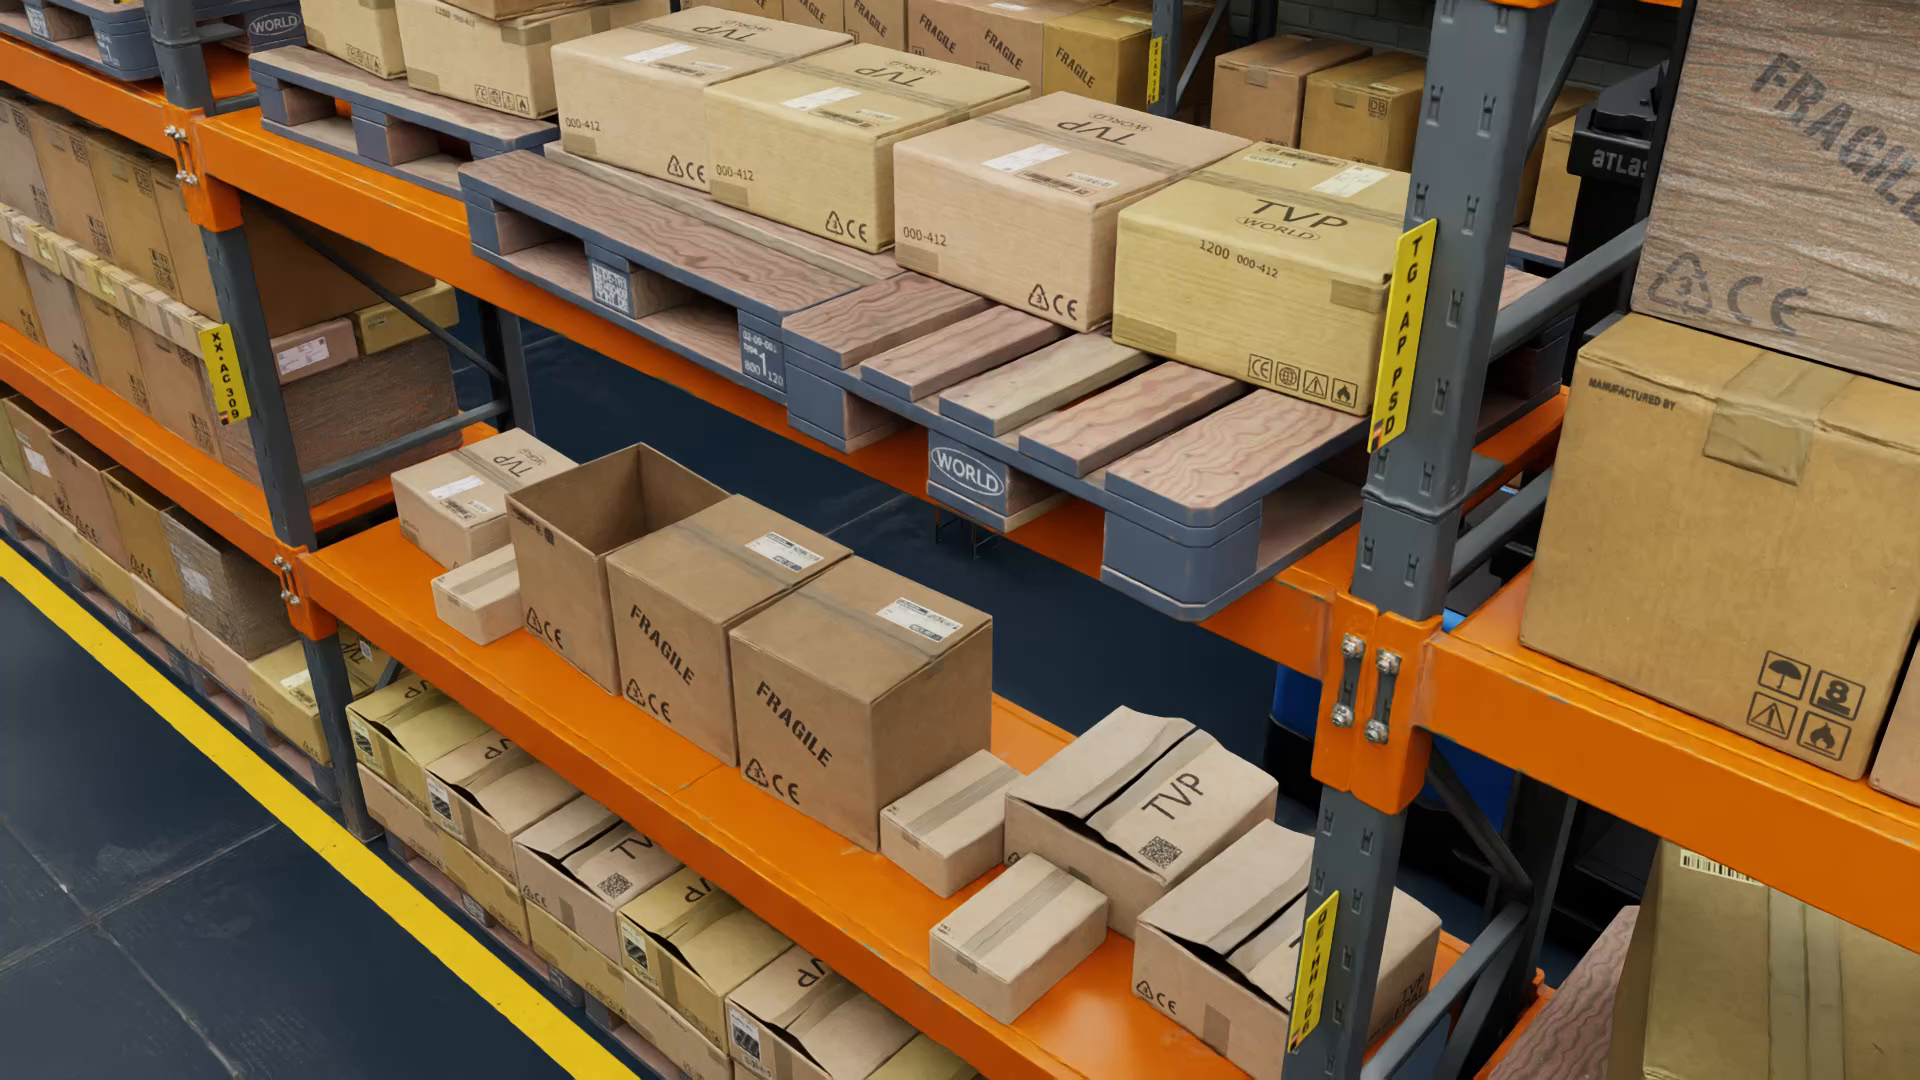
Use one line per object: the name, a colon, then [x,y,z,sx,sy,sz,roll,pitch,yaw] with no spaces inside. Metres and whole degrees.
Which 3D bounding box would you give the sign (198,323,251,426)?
sign: [-2.342,-0.526,5.300,0.005,0.325,0.100,25,39,35]

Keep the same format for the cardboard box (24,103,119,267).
cardboard box: [-3.050,-1.432,6.366,0.500,0.500,0.700,25,39,35]

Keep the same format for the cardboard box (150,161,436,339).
cardboard box: [-2.304,-1.084,5.788,0.500,0.500,0.700,25,39,35]

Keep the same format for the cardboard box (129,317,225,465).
cardboard box: [-2.699,-0.708,6.422,0.500,0.500,0.700,25,39,35]

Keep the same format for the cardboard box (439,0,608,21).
cardboard box: [-1.102,-1.640,4.168,0.500,0.500,0.500,-25,39,-35]

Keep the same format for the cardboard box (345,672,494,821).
cardboard box: [-1.831,0.662,5.958,0.500,0.311,0.500,25,39,35]

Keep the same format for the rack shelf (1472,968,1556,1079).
rack shelf: [2.478,2.050,2.633,4.000,0.370,1.077,25,39,35]

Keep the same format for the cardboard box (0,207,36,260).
cardboard box: [-3.651,-1.289,6.757,0.250,0.149,0.380,25,39,36]

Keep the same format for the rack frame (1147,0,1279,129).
rack frame: [1.351,-2.230,9.046,0.127,3.000,1.000,25,39,35]

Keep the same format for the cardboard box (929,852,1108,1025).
cardboard box: [0.143,0.952,4.004,0.250,0.149,0.380,25,39,35]

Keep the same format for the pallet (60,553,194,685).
pallet: [-3.441,0.147,7.801,1.213,0.211,1.003,25,39,35]

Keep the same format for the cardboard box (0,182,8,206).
cardboard box: [-3.792,-1.779,6.941,0.500,0.500,0.700,25,39,35]

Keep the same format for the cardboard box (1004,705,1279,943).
cardboard box: [0.462,0.705,4.258,0.500,0.311,0.500,25,39,35]

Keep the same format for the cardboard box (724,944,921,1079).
cardboard box: [-0.321,1.368,4.785,0.500,0.311,0.500,25,39,35]

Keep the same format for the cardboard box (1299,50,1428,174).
cardboard box: [2.115,-2.076,8.267,0.700,0.500,0.500,-25,39,-35]

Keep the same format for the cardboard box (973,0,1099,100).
cardboard box: [0.419,-2.711,9.245,0.500,0.500,0.500,25,39,35]

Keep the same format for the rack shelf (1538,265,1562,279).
rack shelf: [2.834,-1.230,8.082,4.000,0.370,1.077,25,39,35]

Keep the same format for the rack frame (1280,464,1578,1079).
rack frame: [0.995,1.050,3.598,0.127,3.000,1.000,25,39,35]

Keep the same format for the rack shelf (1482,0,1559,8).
rack shelf: [2.478,-0.349,1.189,4.000,0.370,1.077,25,39,35]

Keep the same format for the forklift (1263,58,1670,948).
forklift: [2.621,0.040,5.342,3.031,2.935,1.130,26,40,36]

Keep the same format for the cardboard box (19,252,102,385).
cardboard box: [-3.449,-1.060,7.006,0.500,0.500,0.700,26,40,36]

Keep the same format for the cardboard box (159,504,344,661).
cardboard box: [-2.824,0.088,6.727,0.500,0.500,0.500,25,39,35]

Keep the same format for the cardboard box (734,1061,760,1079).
cardboard box: [-0.314,1.607,4.931,0.500,0.250,0.500,26,40,36]

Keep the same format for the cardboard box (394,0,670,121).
cardboard box: [-1.111,-1.329,4.380,0.500,0.250,0.500,21,37,31]

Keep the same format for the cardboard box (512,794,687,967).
cardboard box: [-1.079,1.016,5.370,0.500,0.311,0.500,24,38,34]

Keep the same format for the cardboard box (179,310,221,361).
cardboard box: [-2.498,-0.754,5.868,0.250,0.149,0.380,24,39,34]

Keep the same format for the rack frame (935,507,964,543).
rack frame: [-0.051,-0.473,8.019,0.008,1.050,0.200,25,39,35]

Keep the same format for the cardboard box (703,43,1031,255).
cardboard box: [-0.196,-0.863,3.605,0.500,0.250,0.500,24,39,34]

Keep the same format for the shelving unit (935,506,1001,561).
shelving unit: [0.040,-0.431,7.948,0.252,1.050,0.215,25,39,35]

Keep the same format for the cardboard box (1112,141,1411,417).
cardboard box: [0.621,-0.486,2.979,0.500,0.250,0.500,22,37,32]

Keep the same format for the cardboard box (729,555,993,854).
cardboard box: [-0.260,0.433,4.526,0.500,0.500,0.500,23,38,33]

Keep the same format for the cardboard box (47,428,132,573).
cardboard box: [-3.578,-0.251,7.291,0.500,0.500,0.500,25,39,35]

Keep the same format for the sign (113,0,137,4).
sign: [-2.342,-1.662,4.616,0.005,0.325,0.100,25,39,35]

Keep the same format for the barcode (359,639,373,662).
barcode: [-2.061,0.384,5.770,0.075,0.075,0.001,25,39,35]

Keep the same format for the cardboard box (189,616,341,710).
cardboard box: [-2.825,0.410,6.920,0.500,0.250,0.500,25,39,35]

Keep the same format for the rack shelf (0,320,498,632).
rack shelf: [-3.454,-0.718,7.233,4.000,0.370,1.077,25,39,35]

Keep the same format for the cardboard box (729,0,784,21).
cardboard box: [-1.103,-3.425,10.430,0.500,0.500,0.500,25,39,35]

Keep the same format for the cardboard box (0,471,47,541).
cardboard box: [-4.315,-0.278,8.063,0.500,0.250,0.500,25,39,35]

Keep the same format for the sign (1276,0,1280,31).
sign: [1.720,-2.940,9.102,0.005,0.325,0.100,25,39,35]

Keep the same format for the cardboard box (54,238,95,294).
cardboard box: [-3.256,-1.107,6.455,0.250,0.149,0.380,26,40,36]

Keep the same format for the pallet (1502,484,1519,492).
pallet: [2.838,-0.344,8.617,1.213,0.211,1.003,25,39,35]

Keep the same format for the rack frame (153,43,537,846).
rack frame: [-1.971,-0.334,5.897,0.127,3.000,1.000,25,39,35]

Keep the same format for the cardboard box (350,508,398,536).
cardboard box: [-2.104,0.062,6.770,0.500,0.500,0.500,25,39,35]

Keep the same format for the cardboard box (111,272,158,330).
cardboard box: [-2.889,-0.934,6.167,0.250,0.149,0.380,25,39,35]

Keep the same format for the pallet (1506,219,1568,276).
pallet: [2.821,-1.433,7.908,1.213,0.211,1.003,25,39,35]

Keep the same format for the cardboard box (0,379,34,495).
cardboard box: [-4.316,-0.599,7.868,0.500,0.500,0.500,25,39,35]

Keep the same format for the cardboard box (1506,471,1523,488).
cardboard box: [3.056,-0.576,8.296,0.500,0.500,0.700,25,39,35]

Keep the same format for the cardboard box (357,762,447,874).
cardboard box: [-1.838,0.898,6.109,0.500,0.250,0.500,24,38,34]

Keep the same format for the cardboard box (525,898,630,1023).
cardboard box: [-1.074,1.254,5.518,0.500,0.250,0.500,24,38,34]

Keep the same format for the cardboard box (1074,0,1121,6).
cardboard box: [0.761,-2.919,9.589,0.500,0.500,0.500,25,39,35]

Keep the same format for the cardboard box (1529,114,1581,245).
cardboard box: [3.022,-1.658,7.573,0.500,0.500,0.700,25,39,35]

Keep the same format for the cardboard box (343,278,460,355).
cardboard box: [-2.040,-0.822,5.982,0.250,0.149,0.380,25,39,35]

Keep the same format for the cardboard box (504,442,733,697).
cardboard box: [-1.022,0.077,5.117,0.500,0.500,0.500,-26,40,-36]

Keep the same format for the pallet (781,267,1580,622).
pallet: [0.432,-0.355,3.206,1.003,0.211,1.213,27,40,37]

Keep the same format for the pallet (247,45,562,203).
pallet: [-1.308,-1.237,4.674,1.217,0.209,0.805,23,38,33]

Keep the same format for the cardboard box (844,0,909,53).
cardboard box: [-0.333,-3.070,9.840,0.500,0.500,0.500,26,40,36]

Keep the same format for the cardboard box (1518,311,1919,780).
cardboard box: [1.341,-0.140,2.569,0.500,0.500,0.910,25,39,35]

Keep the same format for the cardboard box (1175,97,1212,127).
cardboard box: [1.146,-2.419,9.486,0.500,0.250,0.500,26,39,36]

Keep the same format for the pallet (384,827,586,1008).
pallet: [-1.398,1.100,6.218,1.213,0.211,1.003,25,39,35]

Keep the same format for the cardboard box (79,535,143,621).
cardboard box: [-3.577,0.070,7.485,0.500,0.250,0.500,25,39,35]
